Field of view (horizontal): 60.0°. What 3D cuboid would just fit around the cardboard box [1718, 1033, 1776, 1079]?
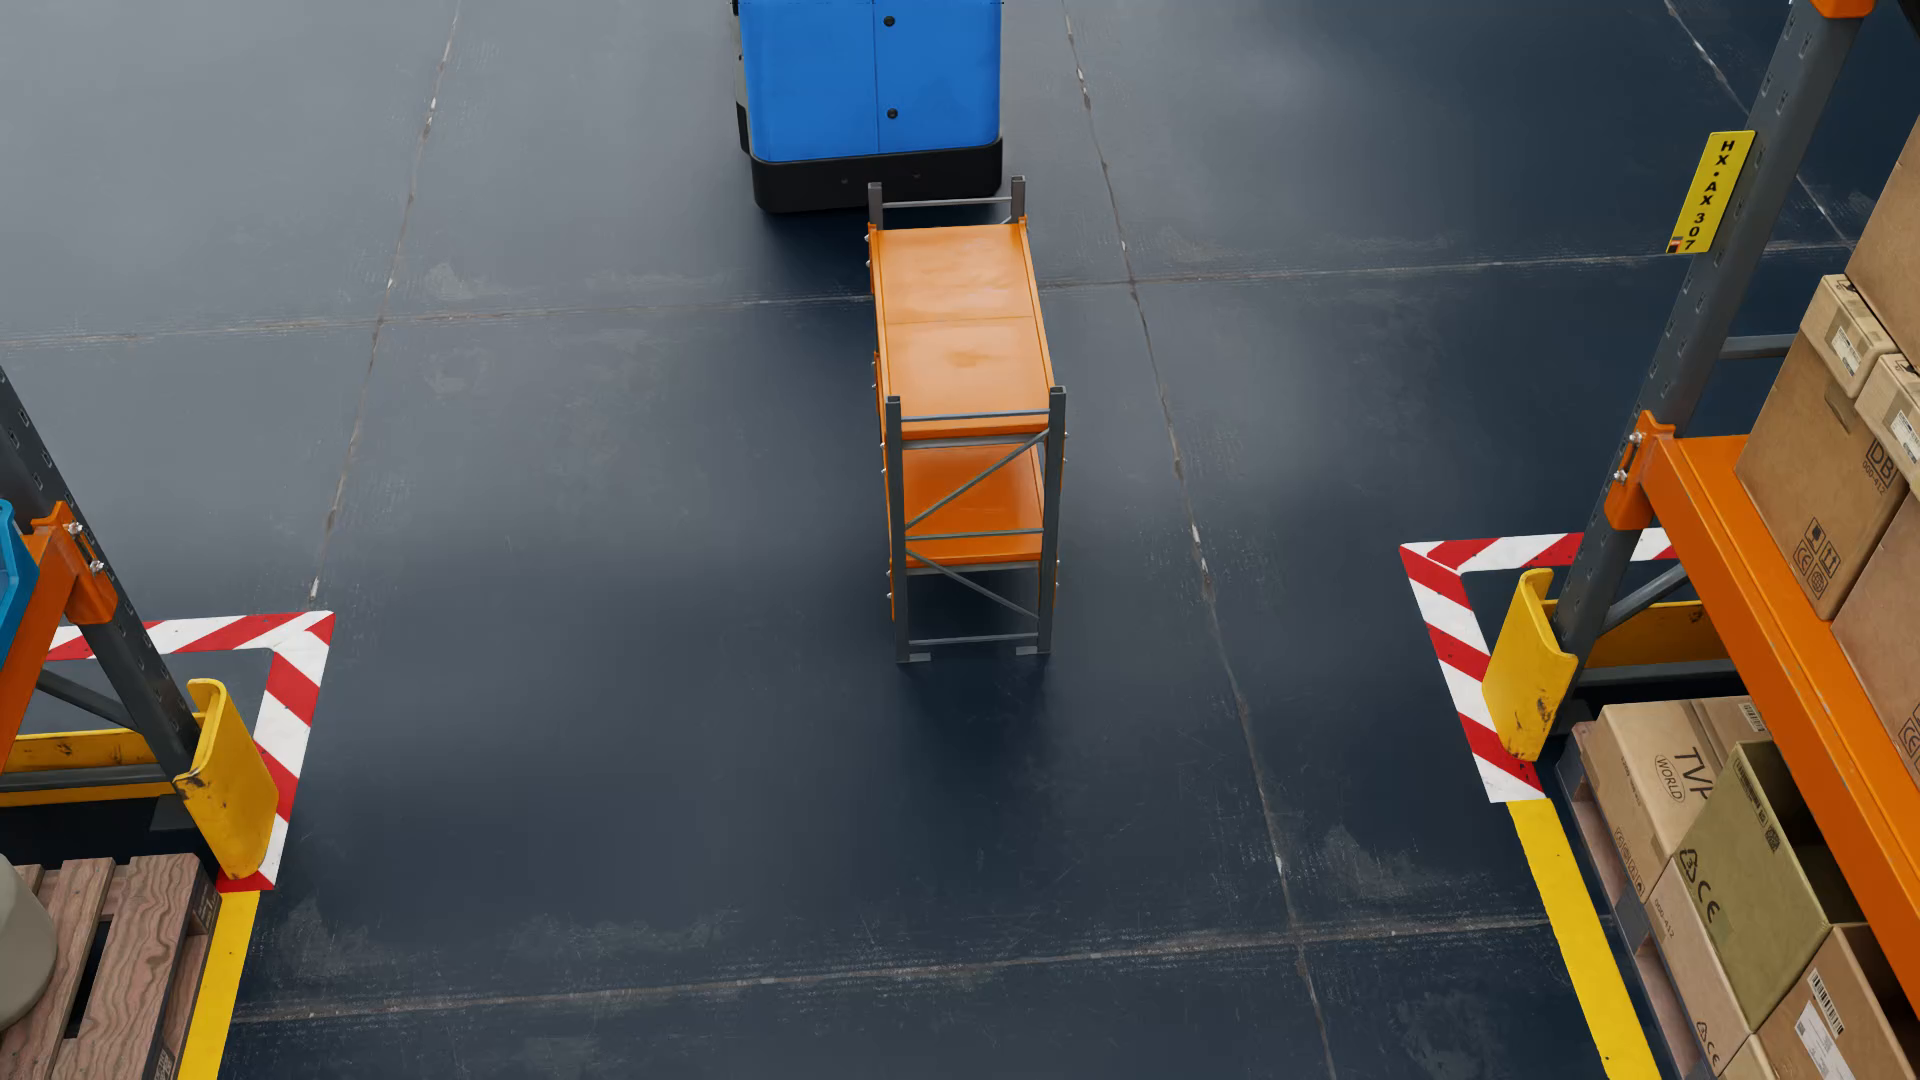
[{"bbox_3d":[2.166,1.435,3.929,0.500,0.250,0.500,-3,47,-3],"label":"cardboard box"}]

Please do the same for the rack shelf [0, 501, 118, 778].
[{"bbox_3d":[-2.513,1.502,2.757,1.077,0.370,4.000,-3,47,-3],"label":"rack shelf"}]

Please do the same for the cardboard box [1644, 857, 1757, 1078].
[{"bbox_3d":[2.125,1.074,4.272,0.500,0.250,0.500,-3,47,-3],"label":"cardboard box"}]

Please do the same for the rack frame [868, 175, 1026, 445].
[{"bbox_3d":[-0.042,-0.750,5.685,0.500,1.125,0.032,-3,47,-3],"label":"rack frame"}]

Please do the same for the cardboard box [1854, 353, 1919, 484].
[{"bbox_3d":[2.099,-0.260,3.415,0.380,0.149,0.250,-5,47,-4],"label":"cardboard box"}]

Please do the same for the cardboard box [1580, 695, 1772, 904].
[{"bbox_3d":[2.079,0.712,4.614,0.500,0.250,0.500,-3,47,-3],"label":"cardboard box"}]

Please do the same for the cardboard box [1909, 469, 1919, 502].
[{"bbox_3d":[2.118,-0.080,3.244,0.380,0.149,0.250,-3,47,-3],"label":"cardboard box"}]

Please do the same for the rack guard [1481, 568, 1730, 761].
[{"bbox_3d":[2.254,0.352,5.073,1.175,0.500,0.348,-3,47,-3],"label":"rack guard"}]

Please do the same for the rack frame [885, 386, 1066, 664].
[{"bbox_3d":[0.043,-0.014,4.989,0.500,1.125,0.032,-3,47,-3],"label":"rack frame"}]

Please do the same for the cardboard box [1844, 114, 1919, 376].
[{"bbox_3d":[2.287,-0.594,3.284,0.700,0.500,0.500,-3,47,-3],"label":"cardboard box"}]

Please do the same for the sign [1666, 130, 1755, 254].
[{"bbox_3d":[1.702,-0.786,3.778,0.100,0.325,0.005,-3,47,-3],"label":"sign"}]

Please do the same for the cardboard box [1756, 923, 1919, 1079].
[{"bbox_3d":[2.178,1.177,3.658,0.500,0.500,0.500,-3,47,-3],"label":"cardboard box"}]

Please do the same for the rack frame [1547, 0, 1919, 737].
[{"bbox_3d":[2.256,-0.490,4.149,1.000,3.000,0.127,-3,47,-3],"label":"rack frame"}]

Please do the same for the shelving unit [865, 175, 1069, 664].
[{"bbox_3d":[0.001,-0.382,5.337,0.538,1.125,1.048,-3,47,-3],"label":"shelving unit"}]

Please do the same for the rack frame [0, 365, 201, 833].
[{"bbox_3d":[-2.680,-0.192,3.866,1.000,3.000,0.127,-3,47,-3],"label":"rack frame"}]

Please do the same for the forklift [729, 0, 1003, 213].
[{"bbox_3d":[-0.540,-3.455,7.004,1.130,2.935,3.031,-6,47,-6],"label":"forklift"}]

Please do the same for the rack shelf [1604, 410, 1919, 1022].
[{"bbox_3d":[2.423,1.204,3.039,1.077,0.370,4.000,-3,47,-3],"label":"rack shelf"}]

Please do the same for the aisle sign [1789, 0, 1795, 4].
[{"bbox_3d":[1.945,-1.413,3.232,0.394,0.787,0.004,-3,47,-3],"label":"aisle sign"}]

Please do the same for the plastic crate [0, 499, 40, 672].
[{"bbox_3d":[-2.340,0.203,3.594,0.499,0.251,0.616,-3,47,-3],"label":"plastic crate"}]

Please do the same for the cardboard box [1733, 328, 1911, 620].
[{"bbox_3d":[2.282,-0.186,3.792,0.700,0.500,0.500,-3,47,-3],"label":"cardboard box"}]

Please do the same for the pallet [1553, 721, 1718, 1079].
[{"bbox_3d":[2.362,1.019,4.639,1.003,0.211,1.213,-3,47,-3],"label":"pallet"}]

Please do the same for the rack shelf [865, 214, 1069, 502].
[{"bbox_3d":[0.001,-0.583,5.124,0.538,0.278,1.000,-3,47,-3],"label":"rack shelf"}]

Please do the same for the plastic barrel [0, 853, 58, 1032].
[{"bbox_3d":[-2.549,0.990,4.170,0.421,0.512,0.421,0,47,0],"label":"plastic barrel"}]

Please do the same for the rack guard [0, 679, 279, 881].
[{"bbox_3d":[-2.627,0.720,4.724,1.175,0.500,0.348,-3,47,-3],"label":"rack guard"}]

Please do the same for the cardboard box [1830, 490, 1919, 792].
[{"bbox_3d":[2.331,0.193,3.432,0.700,0.500,0.500,-2,47,-2],"label":"cardboard box"}]

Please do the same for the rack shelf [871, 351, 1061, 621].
[{"bbox_3d":[0.001,-0.214,5.514,0.538,0.278,1.000,-3,47,-3],"label":"rack shelf"}]

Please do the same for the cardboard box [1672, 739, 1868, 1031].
[{"bbox_3d":[2.123,0.816,3.999,0.500,0.500,0.500,-3,47,-3],"label":"cardboard box"}]

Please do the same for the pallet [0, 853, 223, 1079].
[{"bbox_3d":[-2.565,1.407,4.272,1.003,0.211,1.213,-3,47,-3],"label":"pallet"}]

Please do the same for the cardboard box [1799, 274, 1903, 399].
[{"bbox_3d":[2.074,-0.451,3.595,0.380,0.149,0.250,-4,47,-4],"label":"cardboard box"}]
